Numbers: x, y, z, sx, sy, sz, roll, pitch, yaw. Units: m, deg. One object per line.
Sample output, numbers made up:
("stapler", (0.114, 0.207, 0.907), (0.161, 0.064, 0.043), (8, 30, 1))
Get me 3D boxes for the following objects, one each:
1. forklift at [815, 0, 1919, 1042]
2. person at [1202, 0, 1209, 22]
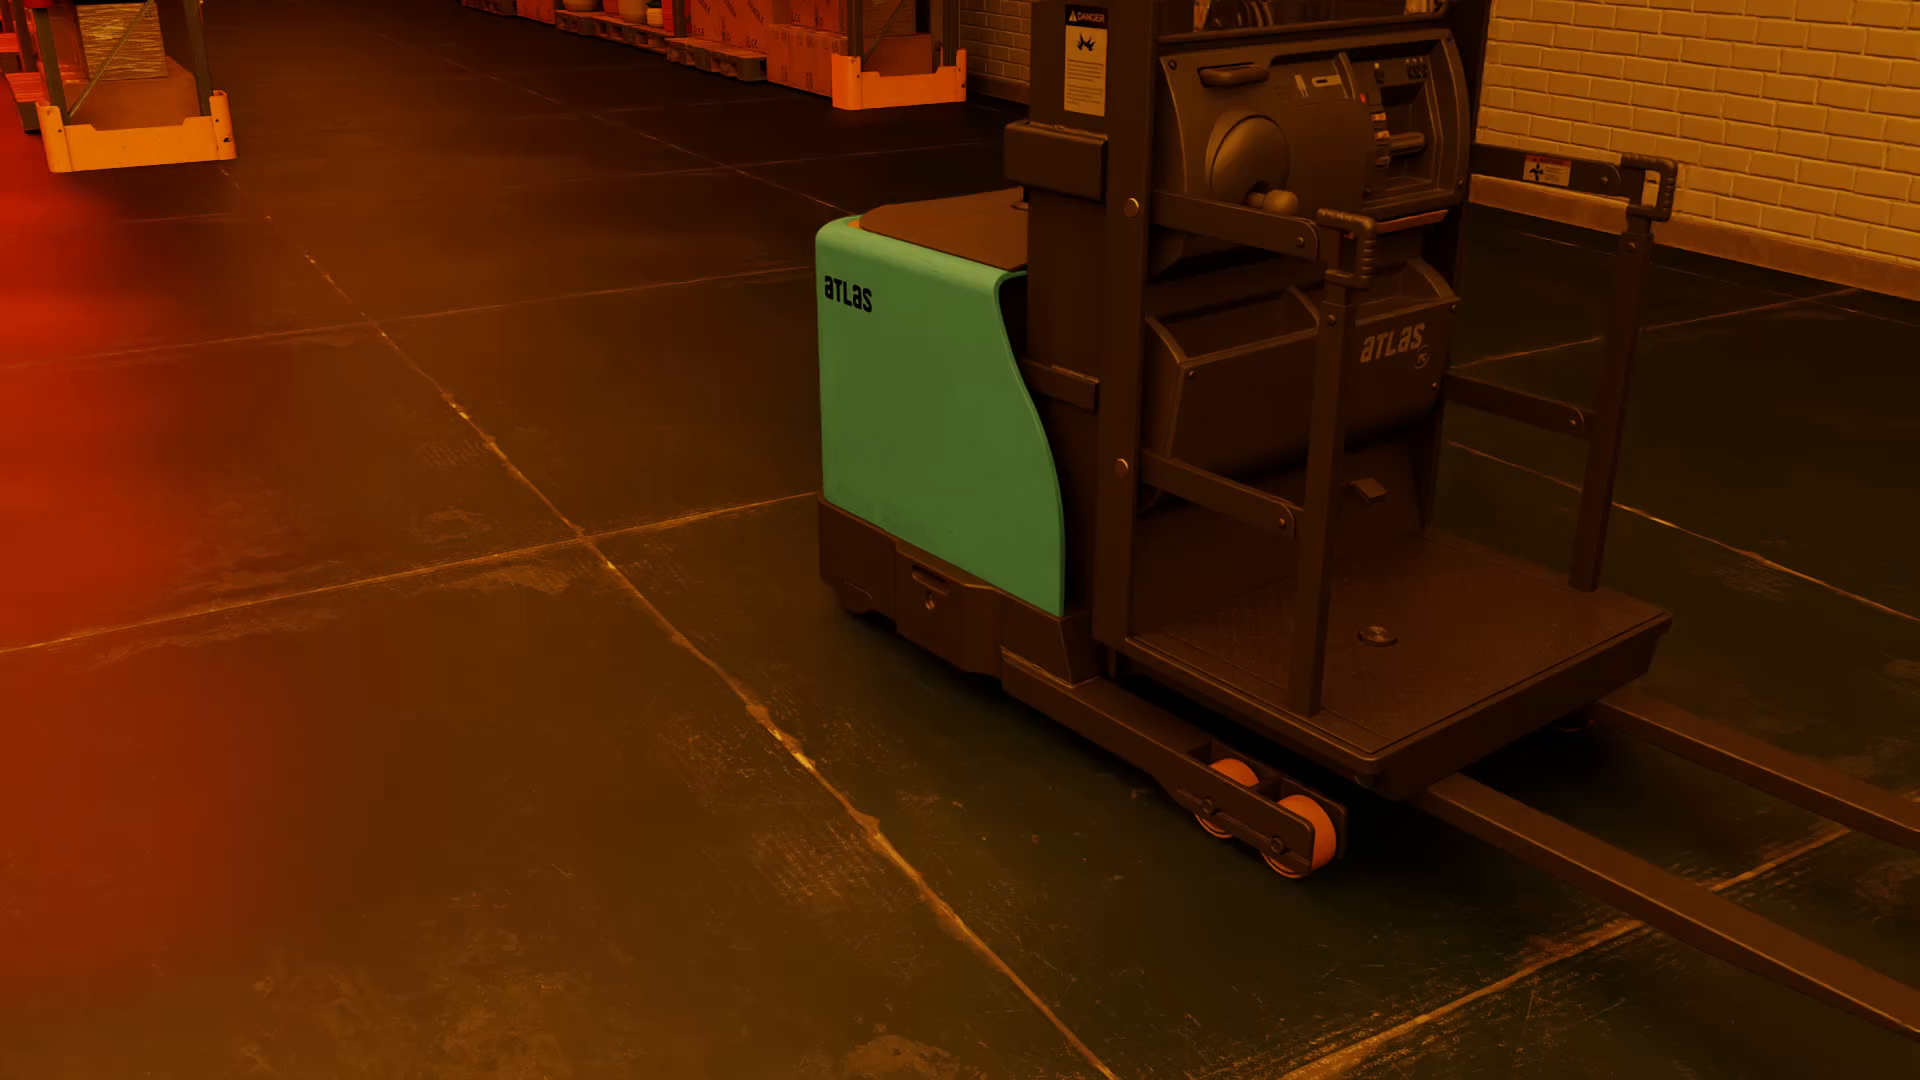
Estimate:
("forklift", (0.912, -0.872, 3.399), (1.130, 2.935, 3.031), (-17, 28, -35))
("person", (0.825, -0.881, 5.128), (0.436, 1.640, 0.693), (-18, 29, -37))
